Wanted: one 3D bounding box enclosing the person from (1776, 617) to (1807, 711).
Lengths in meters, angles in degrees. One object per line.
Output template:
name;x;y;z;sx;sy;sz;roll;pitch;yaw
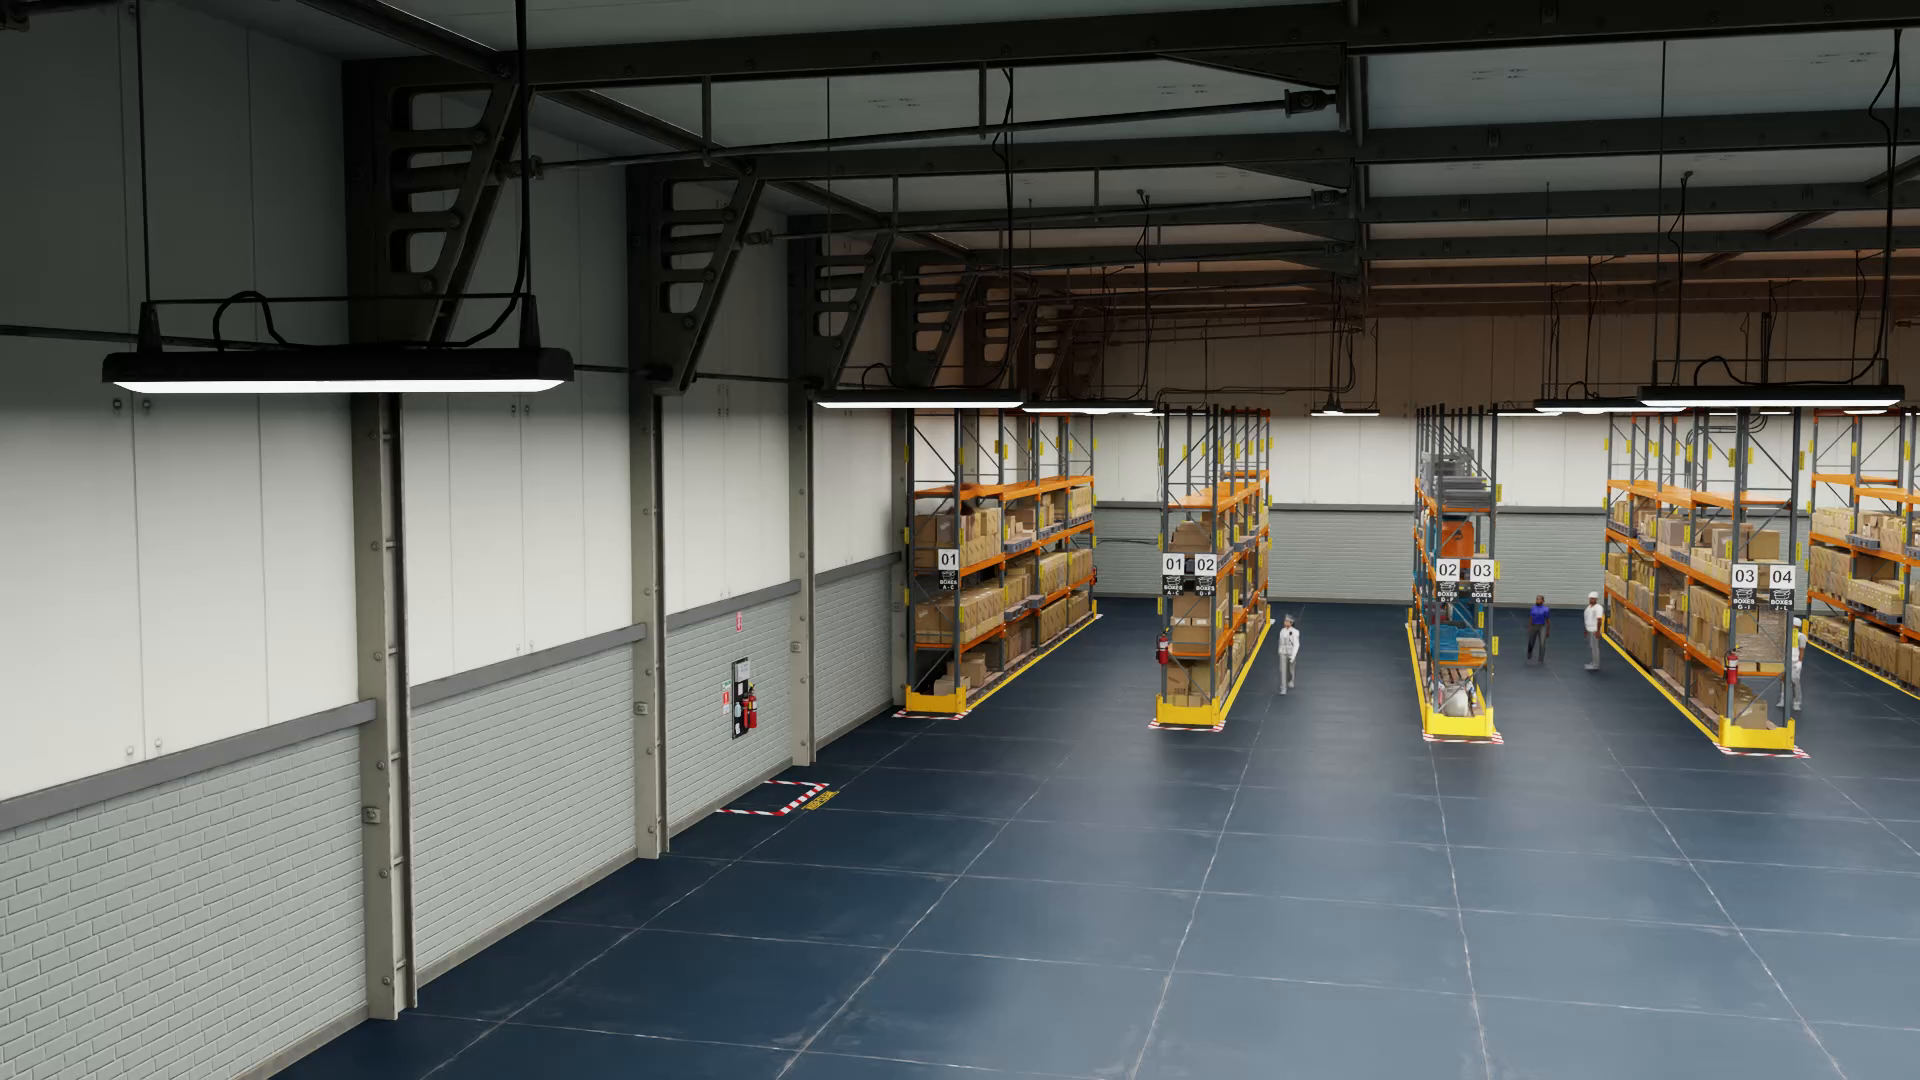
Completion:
person;16.426;2.448;32.961;0.553;1.826;0.606;-3;5;-33

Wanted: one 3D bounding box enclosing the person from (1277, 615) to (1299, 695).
person;6.841;2.367;34.696;0.425;1.637;0.952;1;4;8

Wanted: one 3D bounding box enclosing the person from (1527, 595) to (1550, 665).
person;13.493;2.076;38.777;0.471;1.624;0.665;1;4;11

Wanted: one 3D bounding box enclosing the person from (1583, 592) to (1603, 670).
person;14.453;2.067;38.001;0.367;1.768;0.609;0;4;6
